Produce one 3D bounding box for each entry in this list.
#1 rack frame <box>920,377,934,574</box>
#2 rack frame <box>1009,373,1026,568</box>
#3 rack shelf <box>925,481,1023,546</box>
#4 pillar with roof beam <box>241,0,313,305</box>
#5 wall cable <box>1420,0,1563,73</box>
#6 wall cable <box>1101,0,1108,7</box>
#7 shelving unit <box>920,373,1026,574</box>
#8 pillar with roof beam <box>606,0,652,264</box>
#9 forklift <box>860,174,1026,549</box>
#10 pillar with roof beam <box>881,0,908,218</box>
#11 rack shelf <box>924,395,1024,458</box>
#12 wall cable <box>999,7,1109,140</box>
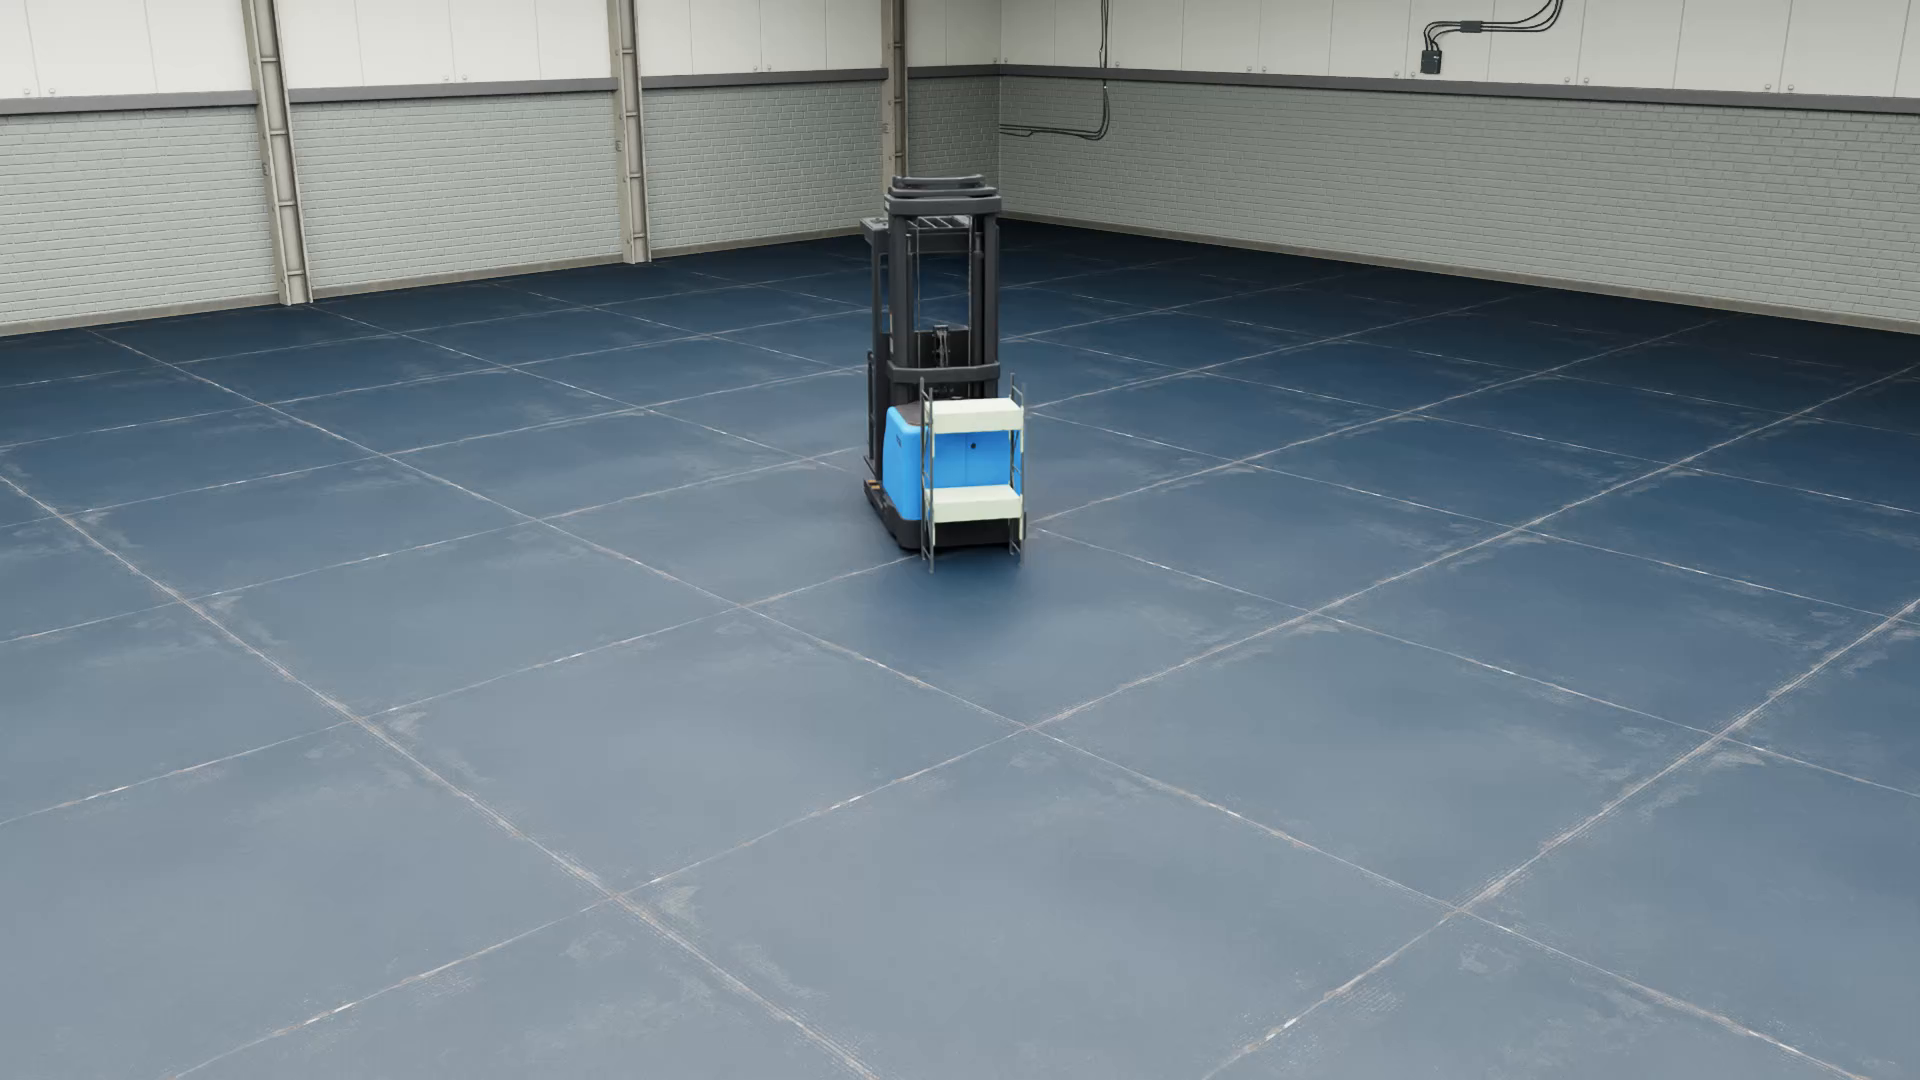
[{"bbox_3d":[-0.260,-0.503,13.104,0.023,1.500,0.400,-4,18,-11],"label":"rack frame"},{"bbox_3d":[0.456,-0.550,13.249,0.023,1.500,0.400,-4,18,-11],"label":"rack frame"},{"bbox_3d":[0.098,-0.216,13.277,0.720,0.370,0.431,-4,18,-11],"label":"rack shelf"},{"bbox_3d":[-7.016,-6.884,20.628,0.400,9.000,9.100,-16,24,-41],"label":"pillar with roof beam"},{"bbox_3d":[8.306,-10.207,25.360,0.169,6.003,2.305,-16,24,-41],"label":"wall cable"},{"bbox_3d":[3.654,-11.039,30.287,0.112,2.526,3.097,-16,24,-41],"label":"wall cable"},{"bbox_3d":[0.098,-0.526,13.176,0.755,1.500,0.431,-4,18,-11],"label":"shelving unit"},{"bbox_3d":[-2.656,-8.156,24.549,0.400,9.000,9.100,-16,24,-41],"label":"pillar with roof beam"},{"bbox_3d":[-0.261,-1.739,14.595,1.130,2.935,3.031,-4,18,-11],"label":"forklift"},{"bbox_3d":[1.704,-9.427,28.470,0.400,9.000,9.100,-16,24,-41],"label":"pillar with roof beam"},{"bbox_3d":[0.098,-0.898,13.056,0.720,0.370,0.431,-4,18,-11],"label":"rack shelf"},{"bbox_3d":[1.795,-9.243,32.936,0.112,2.526,3.097,-16,24,-41],"label":"wall cable"}]
